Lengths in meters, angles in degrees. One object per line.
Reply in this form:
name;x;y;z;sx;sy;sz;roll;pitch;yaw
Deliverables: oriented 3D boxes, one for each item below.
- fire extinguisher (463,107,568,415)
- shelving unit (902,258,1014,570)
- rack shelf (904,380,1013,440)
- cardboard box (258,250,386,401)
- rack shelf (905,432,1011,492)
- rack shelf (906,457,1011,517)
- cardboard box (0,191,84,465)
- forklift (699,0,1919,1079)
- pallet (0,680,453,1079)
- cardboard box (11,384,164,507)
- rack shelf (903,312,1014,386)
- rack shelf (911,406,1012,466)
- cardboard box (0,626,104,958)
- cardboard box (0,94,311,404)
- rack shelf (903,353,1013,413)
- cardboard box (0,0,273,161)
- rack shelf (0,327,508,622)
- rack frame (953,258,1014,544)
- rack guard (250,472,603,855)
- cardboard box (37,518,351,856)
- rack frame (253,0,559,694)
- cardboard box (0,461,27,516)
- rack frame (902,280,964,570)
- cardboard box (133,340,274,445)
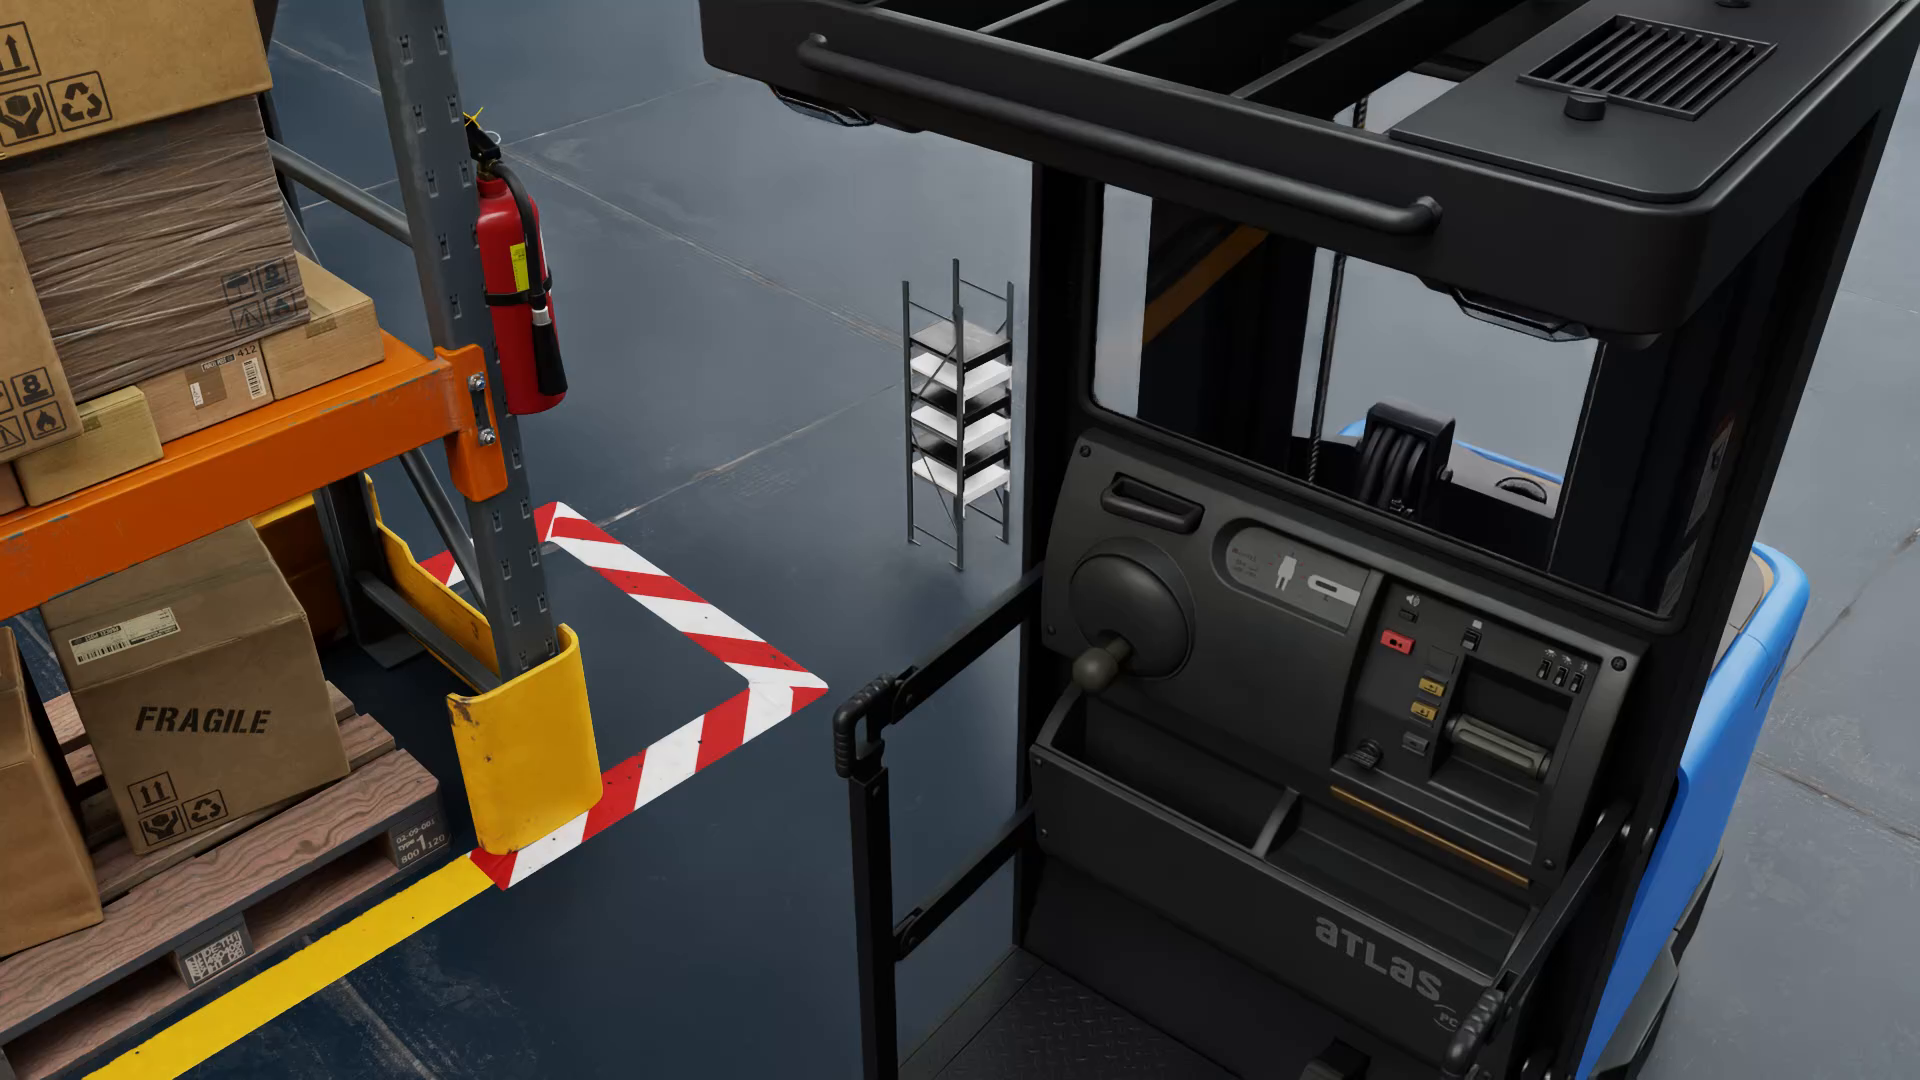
fire extinguisher;-0.972;-0.597;3.551;0.296;0.674;0.183;30;45;35
shelving unit;-0.006;-0.366;4.988;0.258;0.900;0.210;30;45;35
rack shelf;-0.006;-0.412;4.955;0.258;0.077;0.200;30;45;35
cardboard box;-1.434;-0.466;3.516;0.380;0.149;0.250;30;45;35
rack shelf;-0.006;-0.265;5.058;0.258;0.077;0.200;30;45;35
rack shelf;-0.006;-0.191;5.110;0.258;0.077;0.200;30;45;35
cardboard box;-2.053;-0.468;2.951;0.875;0.500;0.500;30;45;35
forklift;0.406;0.205;2.394;1.130;2.935;3.031;24;42;31
pallet;-2.030;0.722;4.030;1.003;0.211;1.213;30;45;35
cardboard box;-1.750;-0.243;3.195;0.380;0.149;0.250;30;45;35
rack shelf;-0.006;-0.560;4.852;0.258;0.077;0.200;30;45;35
rack shelf;-0.006;-0.338;5.007;0.258;0.077;0.200;30;45;35
cardboard box;-2.228;0.588;3.602;0.500;0.500;0.500;-18;39;-24
cardboard box;-1.786;-0.719;3.311;0.875;0.500;0.500;30;45;35
rack shelf;-0.006;-0.486;4.904;0.258;0.077;0.200;30;45;35
cardboard box;-1.591;-1.018;2.866;0.500;0.500;0.500;30;45;35
rack shelf;-2.788;0.339;2.771;1.077;0.370;4.000;30;45;35
rack frame;0.066;-0.407;5.047;0.240;0.900;0.006;30;45;35
rack guard;-1.433;0.288;4.400;1.175;0.500;0.348;30;45;35
cardboard box;-1.831;0.332;3.970;0.500;0.500;0.500;-21;40;-28
rack frame;-1.379;-0.768;3.729;1.000;3.000;0.127;30;45;35
cardboard box;-1.937;-0.147;3.059;0.380;0.149;0.250;30;45;35
rack frame;-0.077;-0.325;4.929;0.240;0.900;0.006;30;45;35
cardboard box;-1.610;-0.365;3.371;0.380;0.149;0.250;30;45;35
